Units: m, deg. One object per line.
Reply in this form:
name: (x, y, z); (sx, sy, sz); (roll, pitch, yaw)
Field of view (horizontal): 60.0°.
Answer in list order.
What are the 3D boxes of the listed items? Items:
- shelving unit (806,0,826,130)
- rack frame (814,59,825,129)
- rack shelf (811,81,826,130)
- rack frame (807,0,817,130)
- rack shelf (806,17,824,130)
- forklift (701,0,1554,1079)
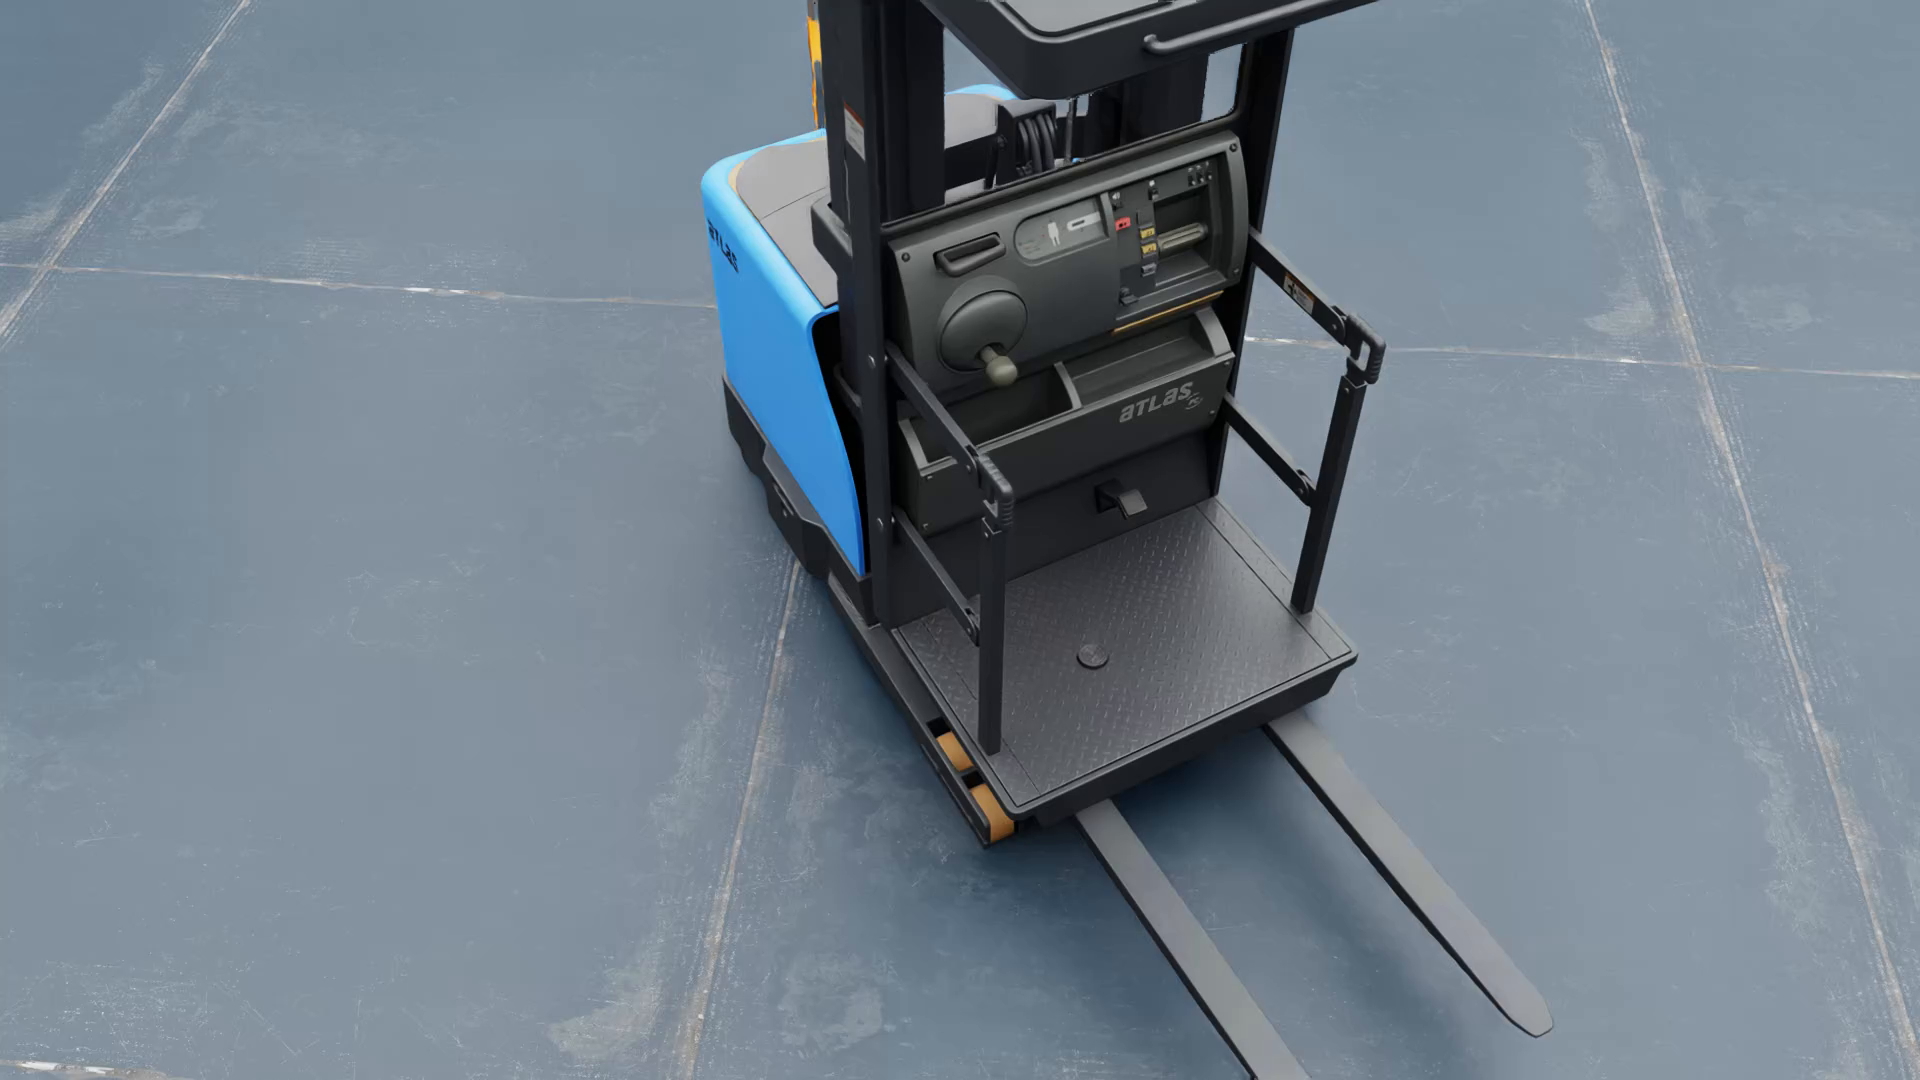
shelving unit: (-0.341, -1.201, 5.536); (0.258, 1.200, 0.503); (-5, 48, -4)
rack frame: (-0.313, -1.023, 5.372); (0.240, 1.200, 0.015); (-5, 48, -4)
rack shelf: (-0.341, -1.307, 5.420); (0.258, 0.148, 0.480); (-5, 48, -4)
rack frame: (-0.370, -1.380, 5.699); (0.240, 1.200, 0.015); (-5, 48, -4)
rack shelf: (-0.341, -1.467, 5.246); (0.258, 0.148, 0.480); (-5, 48, -4)
forklift: (0.382, -0.560, 3.776); (1.130, 2.935, 3.031); (-22, 51, -19)
